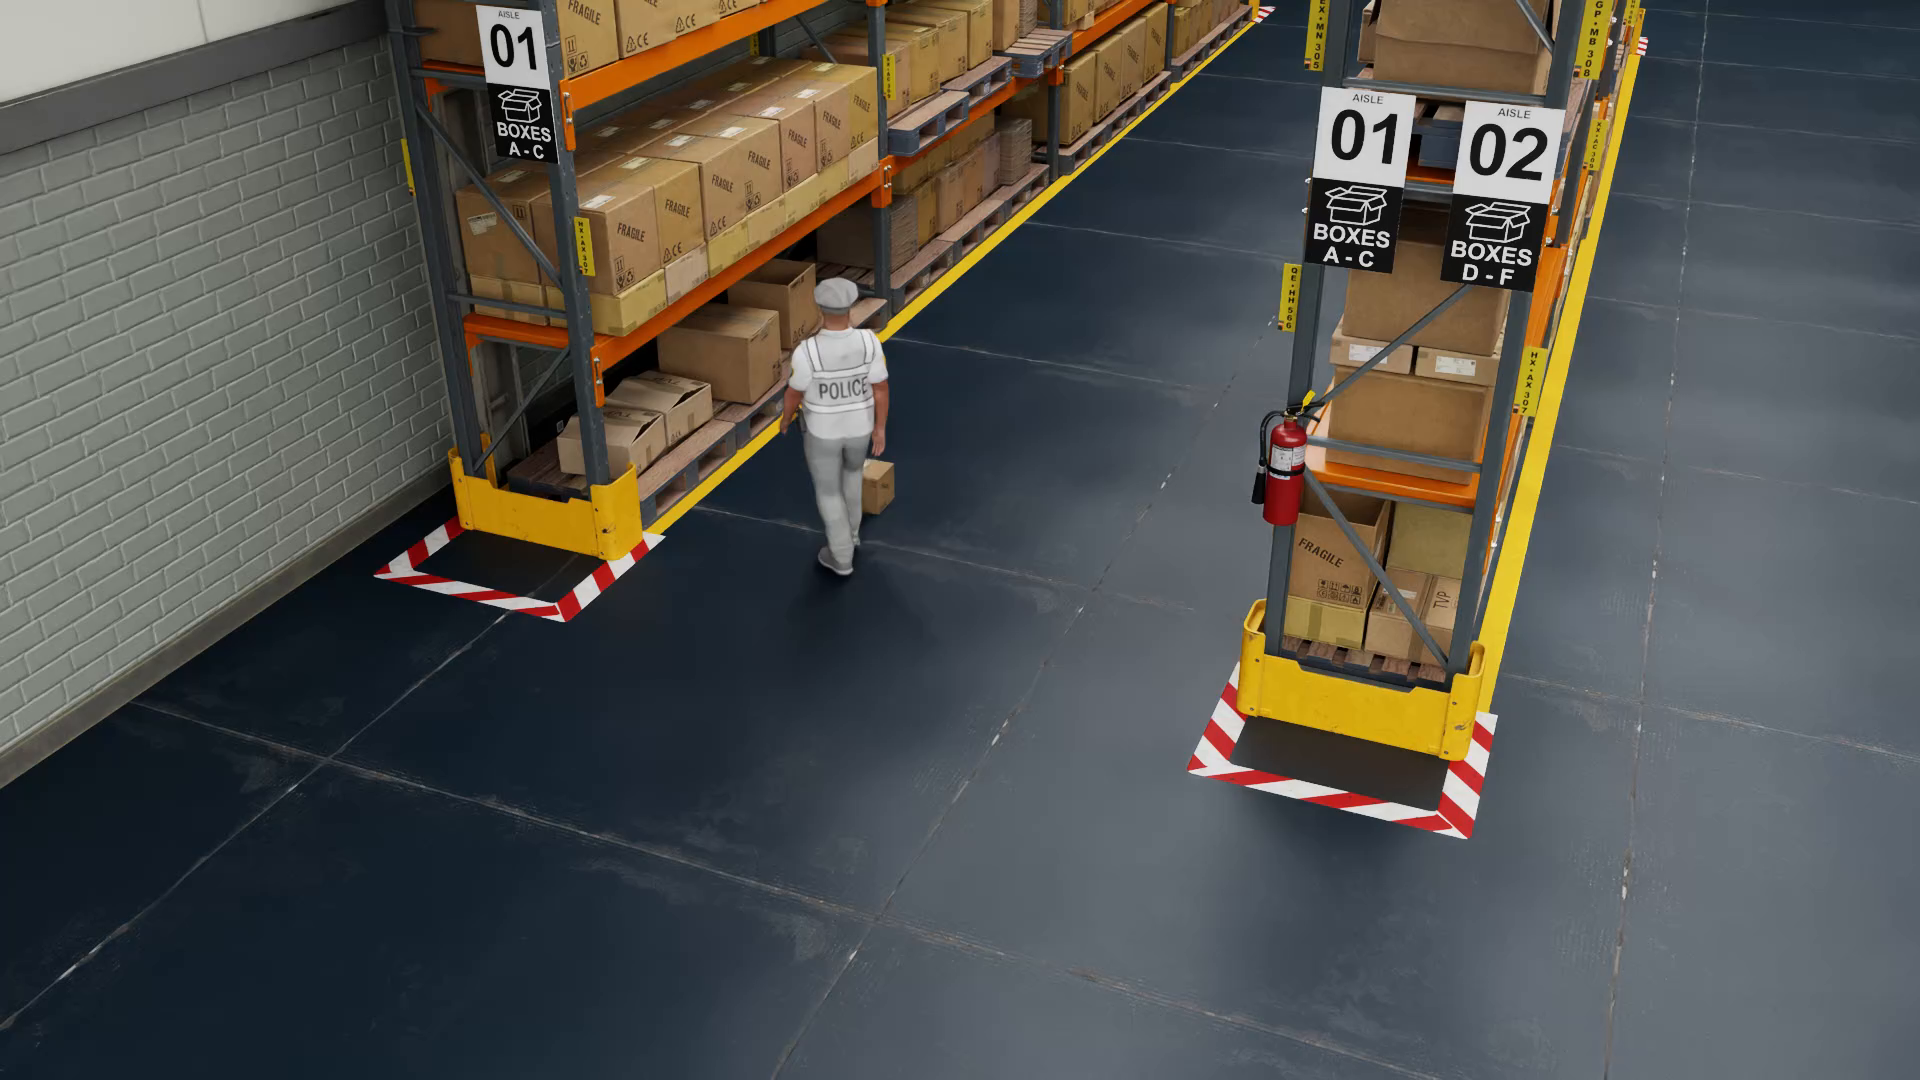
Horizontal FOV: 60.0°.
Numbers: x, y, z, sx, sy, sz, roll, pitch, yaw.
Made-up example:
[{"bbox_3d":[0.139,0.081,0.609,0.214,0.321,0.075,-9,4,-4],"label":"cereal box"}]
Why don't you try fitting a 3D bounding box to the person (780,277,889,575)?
[{"bbox_3d":[-0.727,-0.625,9.550,0.552,1.862,0.543,-15,33,-24],"label":"person"}]
